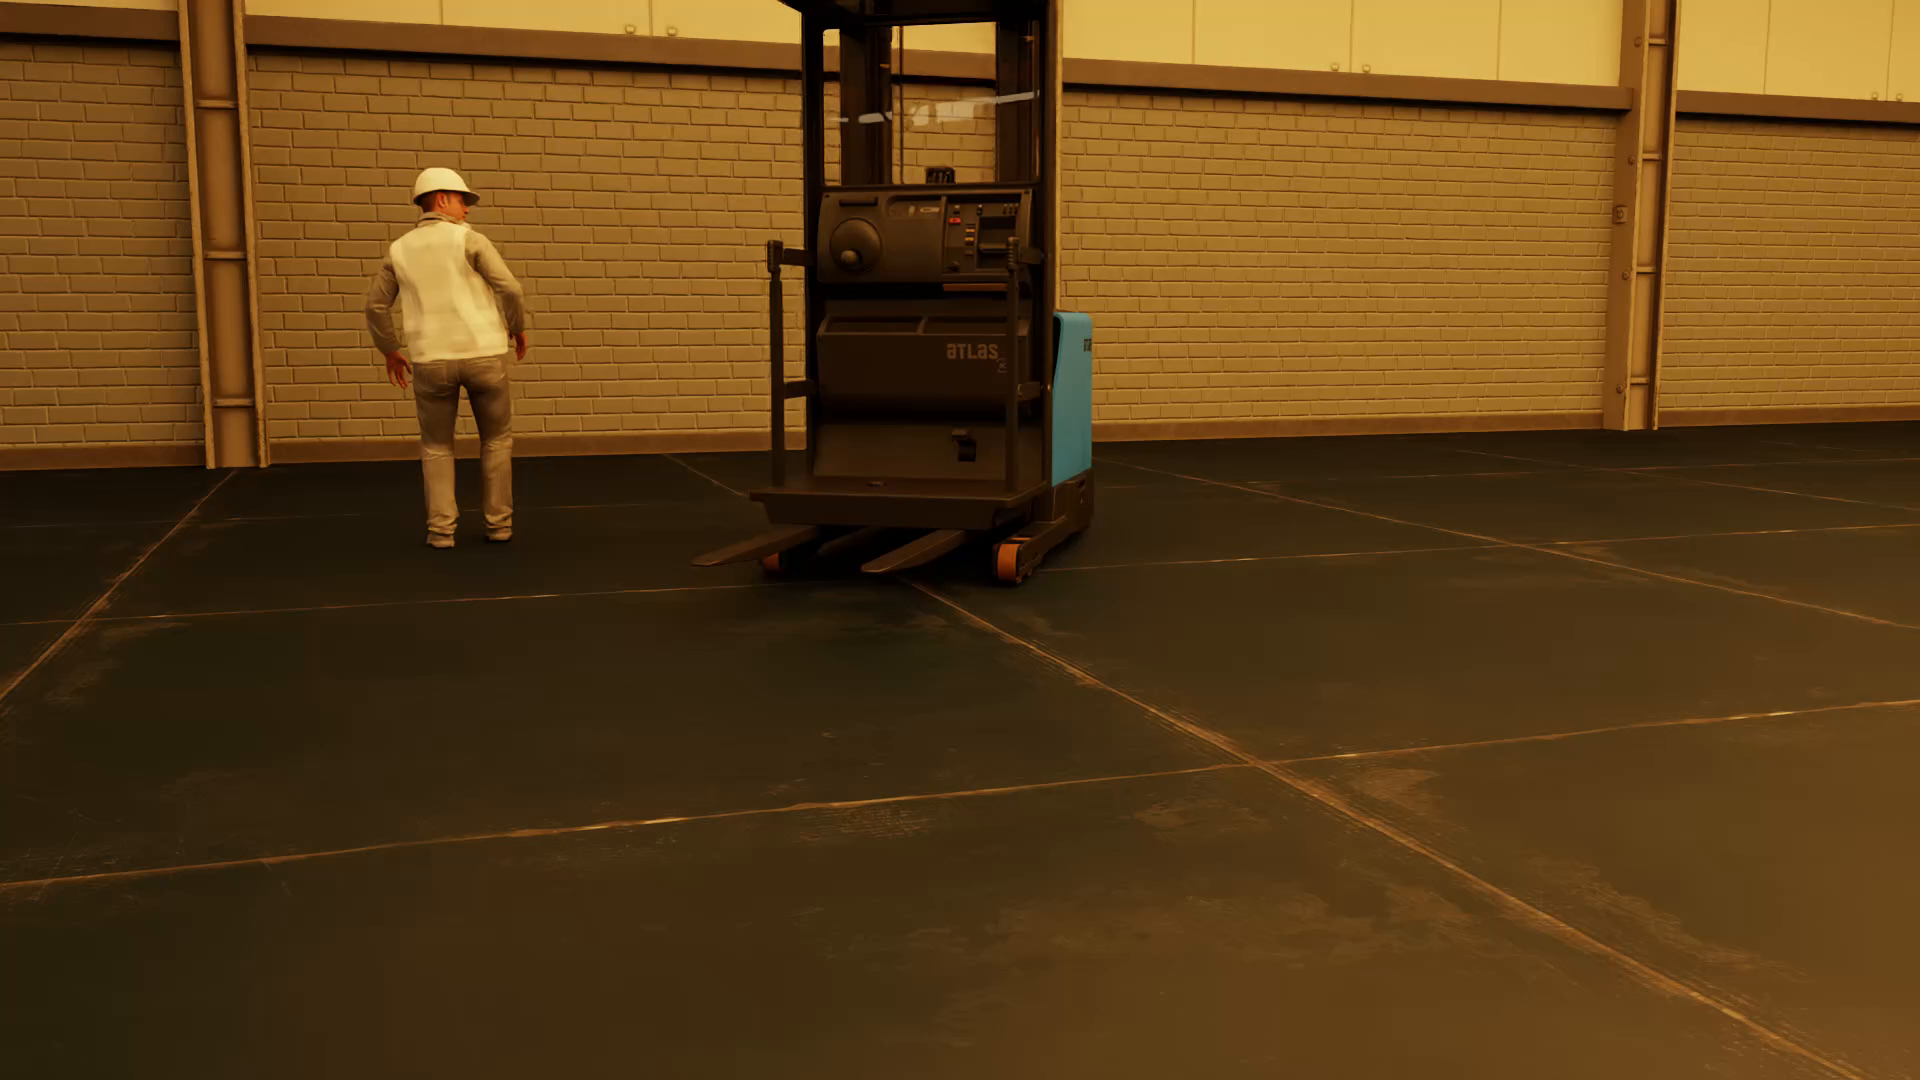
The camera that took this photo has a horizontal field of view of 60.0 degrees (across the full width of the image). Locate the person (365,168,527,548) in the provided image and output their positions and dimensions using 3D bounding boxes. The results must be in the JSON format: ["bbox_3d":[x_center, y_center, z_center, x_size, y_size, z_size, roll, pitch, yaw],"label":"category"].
[{"bbox_3d":[-2.366,-0.844,7.723,0.728,1.740,0.515,-1,8,-6],"label":"person"}]

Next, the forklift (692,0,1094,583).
[{"bbox_3d":[-0.205,-1.335,6.861,1.130,2.935,3.031,2,8,15],"label":"forklift"}]
